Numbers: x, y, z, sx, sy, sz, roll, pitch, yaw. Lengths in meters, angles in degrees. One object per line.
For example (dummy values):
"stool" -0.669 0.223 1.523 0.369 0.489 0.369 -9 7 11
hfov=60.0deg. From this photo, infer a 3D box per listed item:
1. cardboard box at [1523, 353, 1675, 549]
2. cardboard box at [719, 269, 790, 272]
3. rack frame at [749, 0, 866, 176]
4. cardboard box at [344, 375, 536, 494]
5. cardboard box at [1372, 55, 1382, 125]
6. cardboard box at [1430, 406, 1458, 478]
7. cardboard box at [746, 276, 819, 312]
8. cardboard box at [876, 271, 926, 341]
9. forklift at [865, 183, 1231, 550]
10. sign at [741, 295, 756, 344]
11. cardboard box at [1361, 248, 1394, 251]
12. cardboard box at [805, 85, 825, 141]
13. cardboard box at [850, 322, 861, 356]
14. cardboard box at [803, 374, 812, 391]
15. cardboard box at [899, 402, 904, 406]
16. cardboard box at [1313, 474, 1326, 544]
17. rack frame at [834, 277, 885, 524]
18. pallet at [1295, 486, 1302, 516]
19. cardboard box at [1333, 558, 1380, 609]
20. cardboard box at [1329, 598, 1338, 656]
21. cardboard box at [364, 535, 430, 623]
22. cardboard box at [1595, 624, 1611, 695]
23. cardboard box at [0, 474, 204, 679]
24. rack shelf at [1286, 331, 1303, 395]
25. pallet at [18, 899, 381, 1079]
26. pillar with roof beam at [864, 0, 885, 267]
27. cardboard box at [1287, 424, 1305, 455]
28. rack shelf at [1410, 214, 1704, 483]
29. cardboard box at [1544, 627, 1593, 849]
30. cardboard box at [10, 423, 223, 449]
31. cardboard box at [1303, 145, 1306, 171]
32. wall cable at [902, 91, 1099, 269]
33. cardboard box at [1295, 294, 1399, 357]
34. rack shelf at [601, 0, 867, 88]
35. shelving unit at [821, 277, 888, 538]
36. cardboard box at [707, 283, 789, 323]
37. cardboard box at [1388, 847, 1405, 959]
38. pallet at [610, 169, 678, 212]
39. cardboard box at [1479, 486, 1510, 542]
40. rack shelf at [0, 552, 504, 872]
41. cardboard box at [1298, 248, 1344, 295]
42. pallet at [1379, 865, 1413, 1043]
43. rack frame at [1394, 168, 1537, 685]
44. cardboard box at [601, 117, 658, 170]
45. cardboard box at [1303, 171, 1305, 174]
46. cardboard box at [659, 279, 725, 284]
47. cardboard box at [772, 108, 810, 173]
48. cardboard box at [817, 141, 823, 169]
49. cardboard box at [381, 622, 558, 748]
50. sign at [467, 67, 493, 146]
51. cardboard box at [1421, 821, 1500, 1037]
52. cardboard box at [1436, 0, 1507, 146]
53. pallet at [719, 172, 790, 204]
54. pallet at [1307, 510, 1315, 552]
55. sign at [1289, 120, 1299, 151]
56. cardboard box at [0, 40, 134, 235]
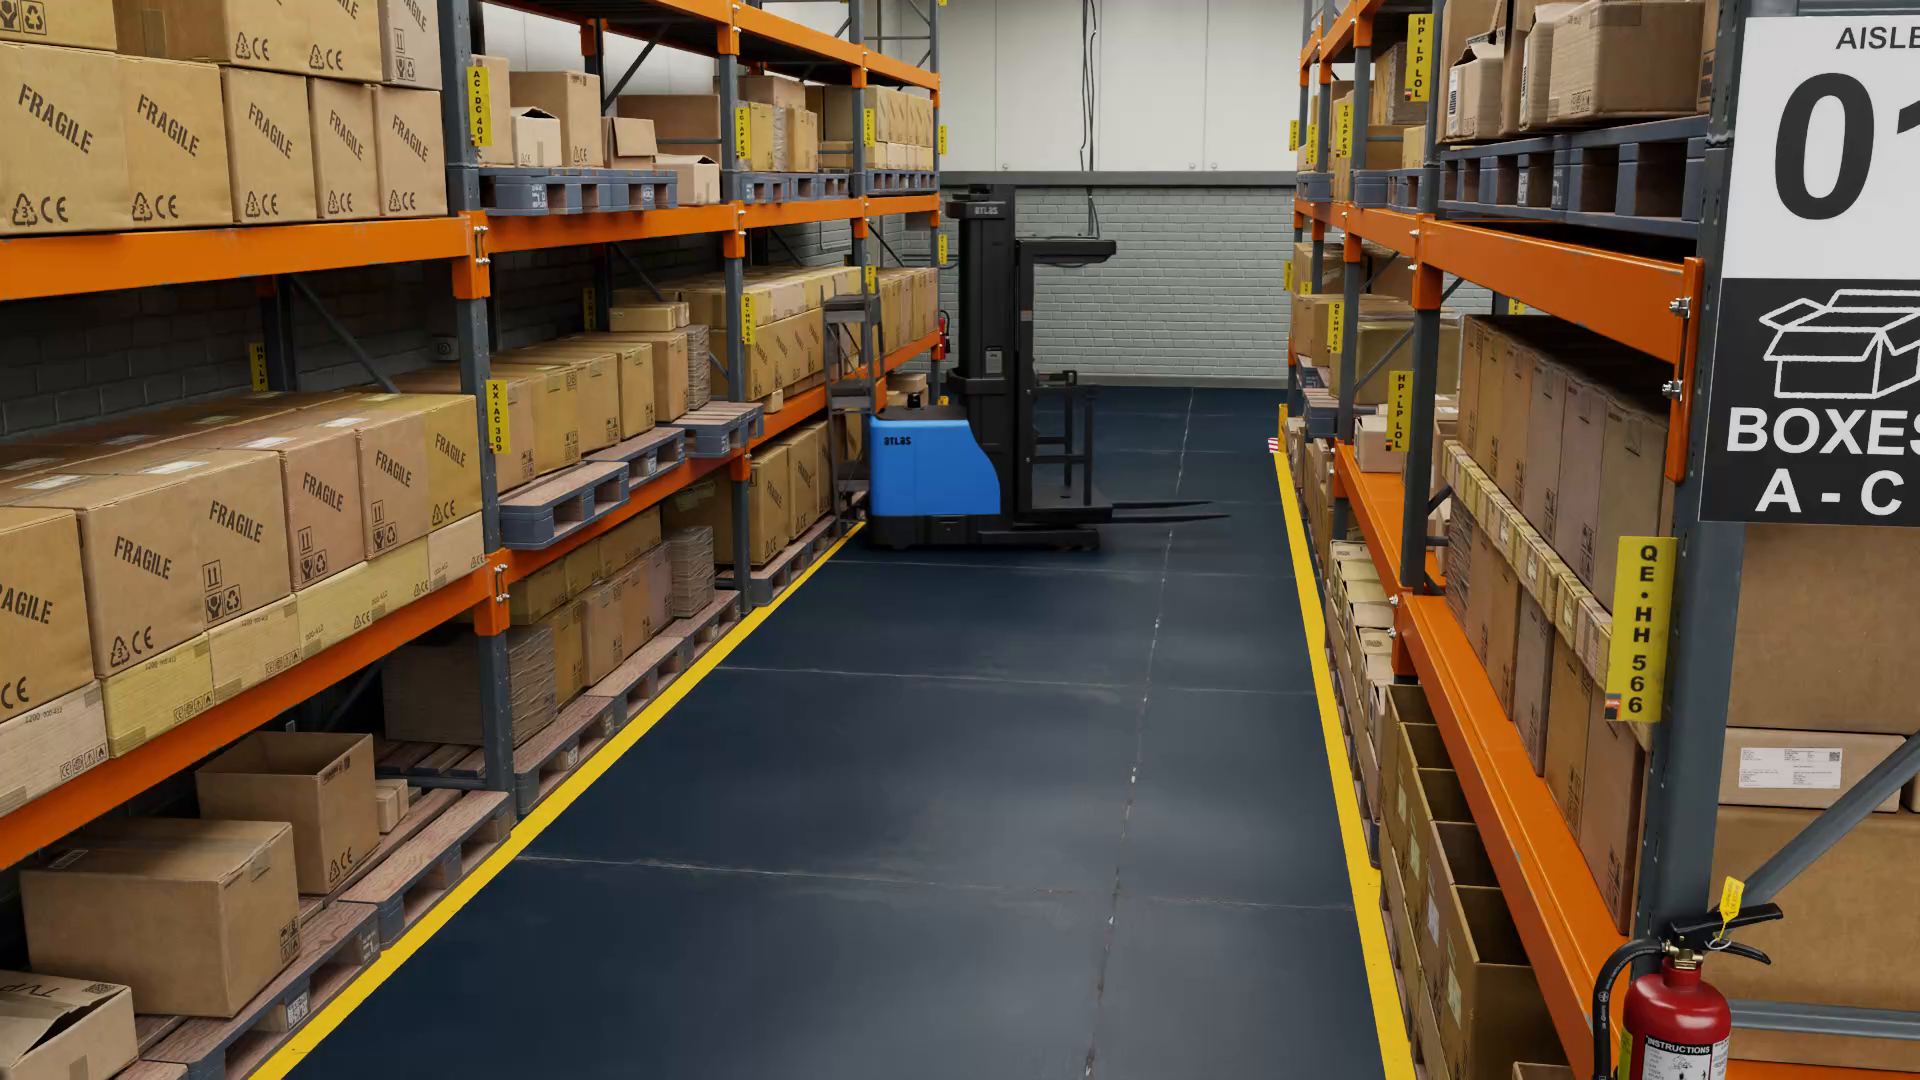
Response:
"cardboard box" 2.023 -0.253 4.730 0.700 0.500 0.500 2 12 9
"cardboard box" -1.751 -2.175 14.195 0.500 0.250 0.500 2 12 9
"rack frame" -1.348 -4.734 14.598 1.000 3.000 0.127 2 12 9
"cardboard box" -2.467 -0.504 7.932 0.700 0.500 0.500 2 12 9
"cardboard box" 3.162 -3.115 11.599 0.500 0.500 0.500 2 12 9
"cardboard box" 2.609 -0.398 8.483 0.500 0.500 0.500 2 12 9
"cardboard box" -1.412 -1.948 13.140 0.500 0.250 0.500 2 12 7
"cardboard box" -0.903 -2.522 17.863 0.980 0.700 0.700 2 12 8
"forklift" 0.728 -1.460 13.810 3.031 2.935 1.130 -1 12 -5
"sign" -1.426 -1.480 11.180 0.100 0.325 0.005 2 12 9
"cardboard box" 4.134 -2.590 16.280 0.500 0.500 0.500 2 12 10
"cardboard box" -1.472 -3.968 15.506 0.500 0.500 0.500 2 12 8
"cardboard box" -1.170 -1.901 14.702 0.500 0.500 0.500 2 12 8
"cardboard box" -1.412 -1.290 13.410 0.380 0.149 0.250 2 12 10
"cardboard box" -0.970 -1.148 17.136 0.700 0.500 0.500 2 12 10
"cardboard box" 2.998 -0.221 12.788 0.500 0.500 0.500 1 12 7
"rack frame" -0.817 -1.162 14.087 0.400 2.100 0.015 -1 14 8
"pallet" 3.653 -0.421 15.446 1.003 0.211 1.213 2 12 9
"cardboard box" 2.488 0.265 9.841 0.500 0.311 0.500 2 12 7
"cardboard box" 2.485 0.534 9.923 0.500 0.250 0.500 2 12 7
"cardboard box" -2.437 0.140 6.533 0.500 0.250 0.500 2 12 9
"cardboard box" 1.650 0.297 3.717 0.380 0.149 0.250 2 12 8
"cardboard box" -2.652 0.094 4.963 0.500 0.500 0.500 1 12 7
"rack shelf" 3.854 -1.706 16.496 1.077 0.370 4.000 2 12 9
"pallet" -2.832 1.623 5.960 1.003 0.211 1.213 2 12 9
"pillar with roof beam" 3.081 -6.017 20.552 9.100 9.000 0.400 2 12 9
"cardboard box" 3.644 -1.033 17.147 0.500 0.250 0.500 2 12 9
"rack shelf" 2.009 -0.674 4.589 1.077 0.370 4.000 2 12 9
"cardboard box" 1.944 0.499 4.323 0.700 0.500 0.500 2 12 9
"cardboard box" -3.023 -0.136 6.035 0.500 0.500 0.500 2 12 10
"cardboard box" 3.590 -3.701 16.094 0.500 0.250 0.500 2 12 9
"wall cable" 0.490 -5.214 24.198 3.097 2.526 0.112 2 12 9
"cardboard box" 3.253 -1.804 14.010 0.700 0.500 0.500 -2 12 -10
"rack shelf" -1.656 -3.770 12.784 1.077 0.370 4.000 2 12 9
"shelving unit" -0.850 -1.102 13.853 0.431 2.100 0.503 -1 14 8
"cardboard box" -1.557 -1.737 12.162 0.500 0.250 0.500 2 12 8
"cardboard box" 1.864 1.354 6.122 0.500 0.250 0.500 2 12 9
"pallet" -2.222 -1.851 8.789 1.213 0.211 1.003 2 12 9
"cardboard box" 1.928 -0.079 5.465 0.380 0.149 0.250 1 12 7
"rack shelf" -2.886 0.632 5.646 1.077 0.370 4.000 2 12 9
"cardboard box" 3.601 -2.609 16.368 0.500 0.500 0.500 2 12 8
"pallet" 2.153 1.551 6.293 1.003 0.211 1.213 2 12 9
"rack frame" 2.317 0.024 6.761 1.000 3.000 0.127 2 12 9
"cardboard box" -2.255 -2.228 9.799 0.797 0.503 0.637 4 13 17
"cardboard box" 3.596 -3.456 16.146 0.500 0.250 0.500 2 12 9
"cardboard box" -1.985 -1.856 12.715 0.500 0.250 0.500 2 12 7
"cardboard box" -1.614 -3.234 13.476 0.700 0.500 0.500 2 12 8
"cardboard box" -1.475 -3.598 15.571 0.500 0.250 0.500 2 12 9
"cardboard box" -2.482 0.718 8.433 0.700 0.500 0.500 2 12 11
"sign" -2.041 -1.839 7.058 0.100 0.325 0.005 2 12 9
"cardboard box" 1.707 1.195 5.078 0.500 0.500 0.500 2 12 9
"cardboard box" 1.978 -1.668 5.929 0.500 0.500 0.500 3 13 13
"pallet" -1.917 -2.478 11.700 1.213 0.211 1.003 2 12 11
"pallet" 3.459 -0.107 13.991 1.003 0.211 1.213 2 12 9
"sign" 3.626 -4.385 18.026 0.100 0.325 0.005 2 12 9
"cardboard box" -2.702 -1.108 4.611 0.500 0.500 0.500 2 12 11
